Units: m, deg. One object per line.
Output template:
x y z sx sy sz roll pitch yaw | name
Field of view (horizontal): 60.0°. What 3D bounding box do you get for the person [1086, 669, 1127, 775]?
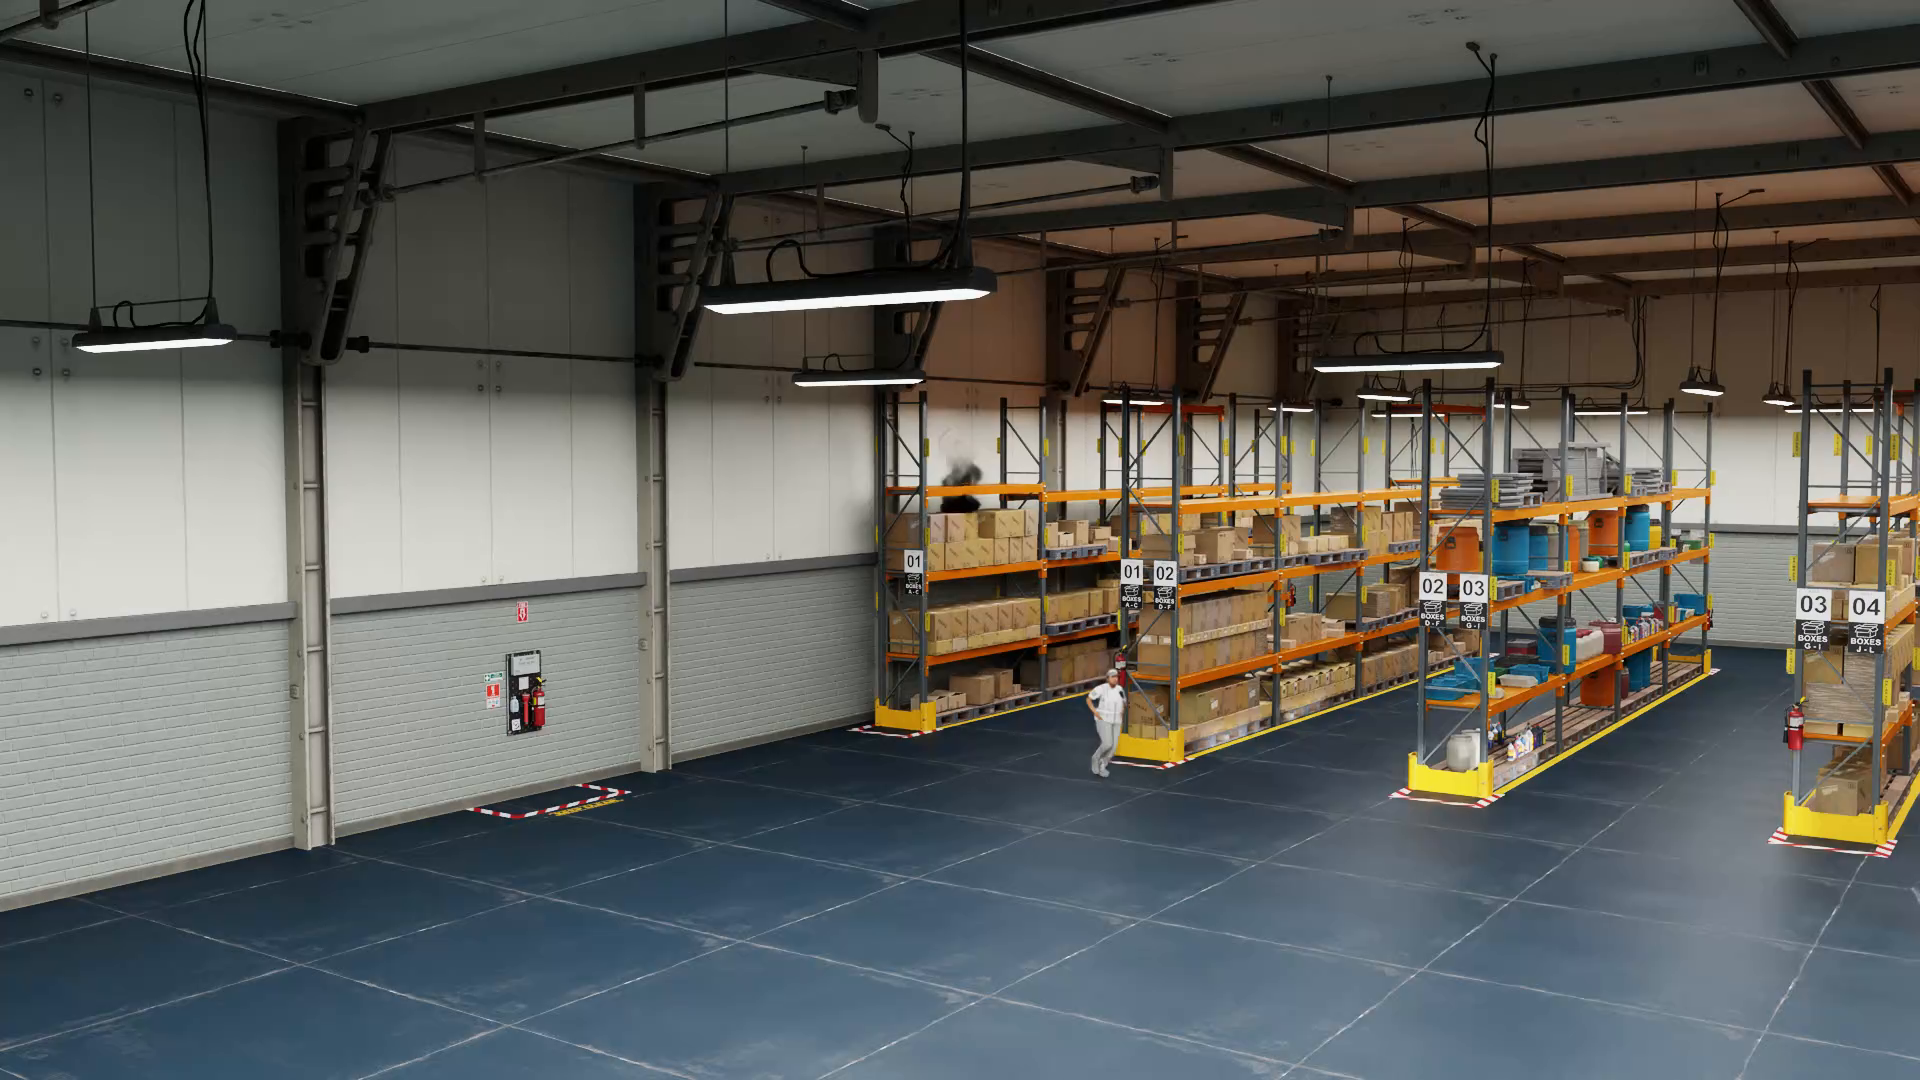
2.293 2.779 25.330 0.638 1.626 0.528 -1 3 -24 | person
